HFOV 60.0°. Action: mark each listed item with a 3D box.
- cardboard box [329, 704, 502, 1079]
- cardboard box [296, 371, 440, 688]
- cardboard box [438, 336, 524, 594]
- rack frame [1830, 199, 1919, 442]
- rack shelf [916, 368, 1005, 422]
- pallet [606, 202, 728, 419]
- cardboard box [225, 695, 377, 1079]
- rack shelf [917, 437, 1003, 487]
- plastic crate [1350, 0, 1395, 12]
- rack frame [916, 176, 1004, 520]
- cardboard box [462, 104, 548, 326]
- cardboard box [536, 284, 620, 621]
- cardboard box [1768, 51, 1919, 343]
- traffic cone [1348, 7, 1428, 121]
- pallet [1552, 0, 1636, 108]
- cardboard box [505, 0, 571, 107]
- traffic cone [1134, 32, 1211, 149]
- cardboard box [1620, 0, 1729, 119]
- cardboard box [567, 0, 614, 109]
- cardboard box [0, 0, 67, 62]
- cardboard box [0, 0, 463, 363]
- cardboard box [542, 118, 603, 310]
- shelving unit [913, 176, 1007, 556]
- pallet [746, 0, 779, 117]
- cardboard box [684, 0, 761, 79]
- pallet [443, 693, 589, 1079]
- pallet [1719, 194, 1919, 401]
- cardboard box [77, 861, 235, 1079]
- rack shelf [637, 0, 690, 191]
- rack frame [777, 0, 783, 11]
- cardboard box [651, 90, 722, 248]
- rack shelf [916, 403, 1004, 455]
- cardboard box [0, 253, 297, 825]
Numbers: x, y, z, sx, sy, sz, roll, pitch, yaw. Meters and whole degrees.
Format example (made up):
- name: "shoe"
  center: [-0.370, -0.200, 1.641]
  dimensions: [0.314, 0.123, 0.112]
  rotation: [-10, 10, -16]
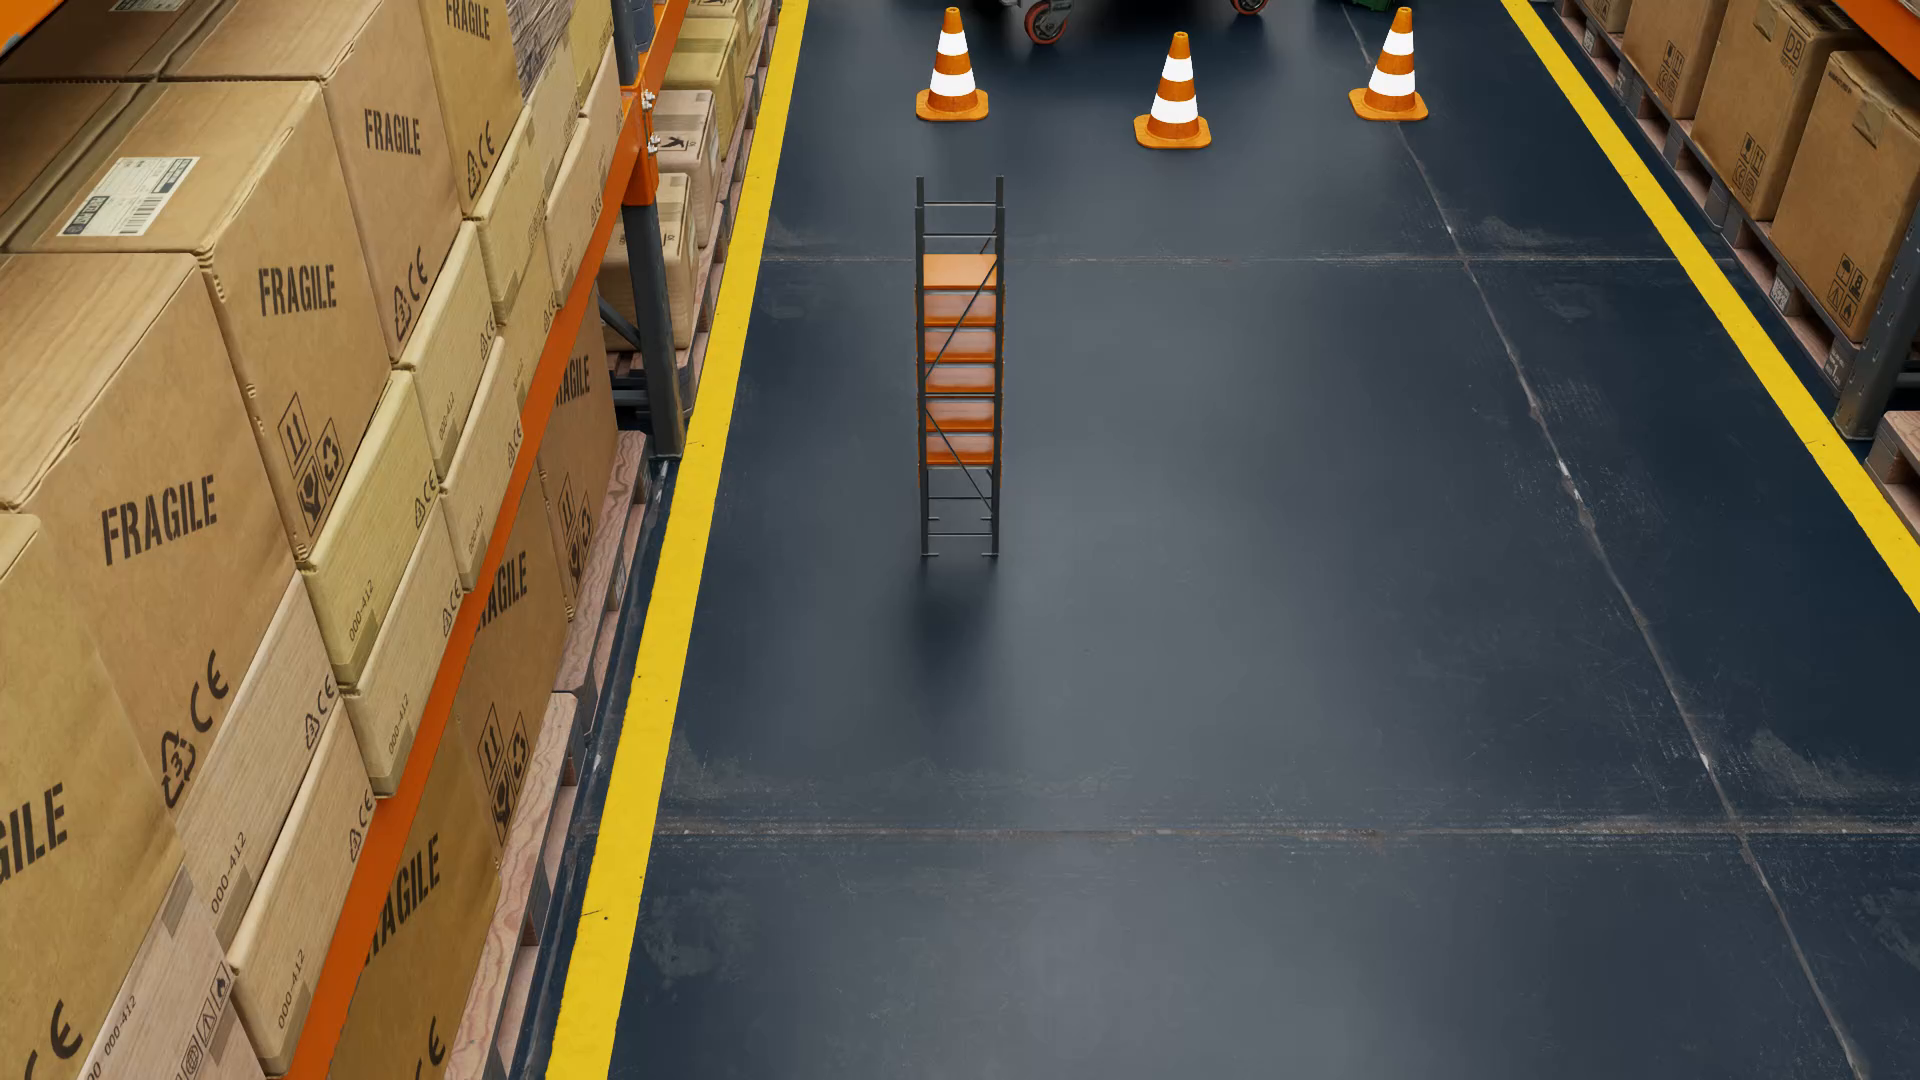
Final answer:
- name: "cardboard box"
  center: [-1.518, 0.738, 3.294]
  dimensions: [0.875, 0.875, 0.875]
  rotation: [1, 39, 1]
- name: "cardboard box"
  center: [-1.150, -0.029, 2.607]
  dimensions: [0.500, 0.250, 0.500]
  rotation: [0, 39, 1]
- name: "cardboard box"
  center: [-1.143, -0.149, 3.157]
  dimensions: [0.500, 0.250, 0.500]
  rotation: [-1, 39, -1]
- name: "rack frame"
  center: [3.517, -1.543, 4.777]
  dimensions: [1.000, 3.000, 0.127]
  rotation: [0, 39, 0]
- name: "rack shelf"
  center: [0.000, -0.443, 4.914]
  dimensions: [0.258, 0.103, 0.180]
  rotation: [0, 39, 0]
- name: "pallet"
  center: [-1.433, -0.877, 6.176]
  dimensions: [1.003, 0.211, 1.213]
  rotation: [0, 39, 0]
- name: "cardboard box"
  center: [-1.167, 0.485, 2.367]
  dimensions: [0.500, 0.250, 0.500]
  rotation: [-1, 39, -1]
- name: "rack shelf"
  center: [0.000, -0.255, 5.064]
  dimensions: [0.258, 0.103, 0.180]
  rotation: [0, 39, 0]
- name: "plastic crate"
  center: [2.202, -3.078, 8.894]
  dimensions: [0.450, 0.188, 0.662]
  rotation: [27, 45, 16]
- name: "rack frame"
  center: [0.000, -0.534, 4.957]
  dimensions: [0.240, 1.200, 0.006]
  rotation: [0, 39, 0]
- name: "cardboard box"
  center: [-1.153, -0.670, 3.407]
  dimensions: [0.500, 0.250, 0.500]
  rotation: [-1, 39, -1]
- name: "cardboard box"
  center: [-1.516, -0.379, 4.688]
  dimensions: [0.875, 0.875, 0.875]
  rotation: [0, 39, 0]
- name: "cardboard box"
  center: [3.606, -1.210, 5.825]
  dimensions: [1.050, 0.750, 0.750]
  rotation: [-1, 39, -1]
- name: "traffic cone"
  center: [2.003, -2.215, 7.644]
  dimensions: [0.336, 0.463, 0.334]
  rotation: [0, 39, 0]
- name: "pallet"
  center: [3.588, -2.474, 8.168]
  dimensions: [1.003, 0.211, 1.213]
  rotation: [0, 39, 0]
- name: "cardboard box"
  center: [-1.162, -1.262, 3.546]
  dimensions: [0.500, 0.500, 0.500]
  rotation: [1, 39, 1]
- name: "traffic cone"
  center: [0.964, -2.033, 7.417]
  dimensions: [0.336, 0.463, 0.334]
  rotation: [0, 39, 0]
- name: "cardboard box"
  center: [3.600, -2.339, 7.234]
  dimensions: [1.050, 0.750, 0.750]
  rotation: [0, 39, 0]
- name: "cardboard box"
  center: [-1.179, -1.310, 4.207]
  dimensions: [0.500, 0.250, 0.500]
  rotation: [0, 39, 0]
- name: "cardboard box"
  center: [-1.685, -0.648, 2.780]
  dimensions: [0.500, 0.500, 0.500]
  rotation: [1, 39, 1]
- name: "cardboard box"
  center: [-1.175, -0.635, 2.764]
  dimensions: [0.500, 0.500, 0.500]
  rotation: [-1, 39, -1]
- name: "cardboard box"
  center: [-1.157, -0.782, 3.948]
  dimensions: [0.500, 0.250, 0.500]
  rotation: [1, 39, 1]
- name: "shelving unit"
  center: [0.000, -0.477, 4.886]
  dimensions: [0.258, 1.200, 0.189]
  rotation: [0, 39, 0]
- name: "pallet"
  center: [-1.436, -2.403, 8.080]
  dimensions: [1.003, 0.211, 1.213]
  rotation: [0, 39, 0]
- name: "cardboard box"
  center: [-1.431, -2.339, 7.535]
  dimensions: [0.950, 0.372, 0.625]
  rotation: [2, 39, 3]
- name: "pallet"
  center: [-1.509, 0.866, 4.001]
  dimensions: [1.003, 0.211, 1.213]
  rotation: [0, 39, 0]
- name: "pallet"
  center: [3.591, -0.948, 6.264]
  dimensions: [1.003, 0.211, 1.213]
  rotation: [0, 39, 0]
- name: "cardboard box"
  center: [-1.147, 0.613, 1.807]
  dimensions: [0.500, 0.250, 0.500]
  rotation: [-1, 39, -1]
- name: "rack shelf"
  center: [-1.436, -2.446, 6.479]
  dimensions: [1.077, 0.370, 4.000]
  rotation: [0, 39, 0]
- name: "rack frame"
  center: [-1.438, -3.978, 7.815]
  dimensions: [1.000, 3.000, 0.127]
  rotation: [0, 39, 0]
- name: "cardboard box"
  center: [-1.433, -1.430, 6.401]
  dimensions: [0.950, 0.372, 0.625]
  rotation: [-1, 39, -1]
- name: "rack shelf"
  center: [0.000, -0.349, 4.989]
  dimensions: [0.258, 0.103, 0.180]
  rotation: [0, 39, 0]
- name: "cardboard box"
  center: [-1.170, 0.002, 1.969]
  dimensions: [0.500, 0.500, 0.500]
  rotation: [0, 39, 0]
